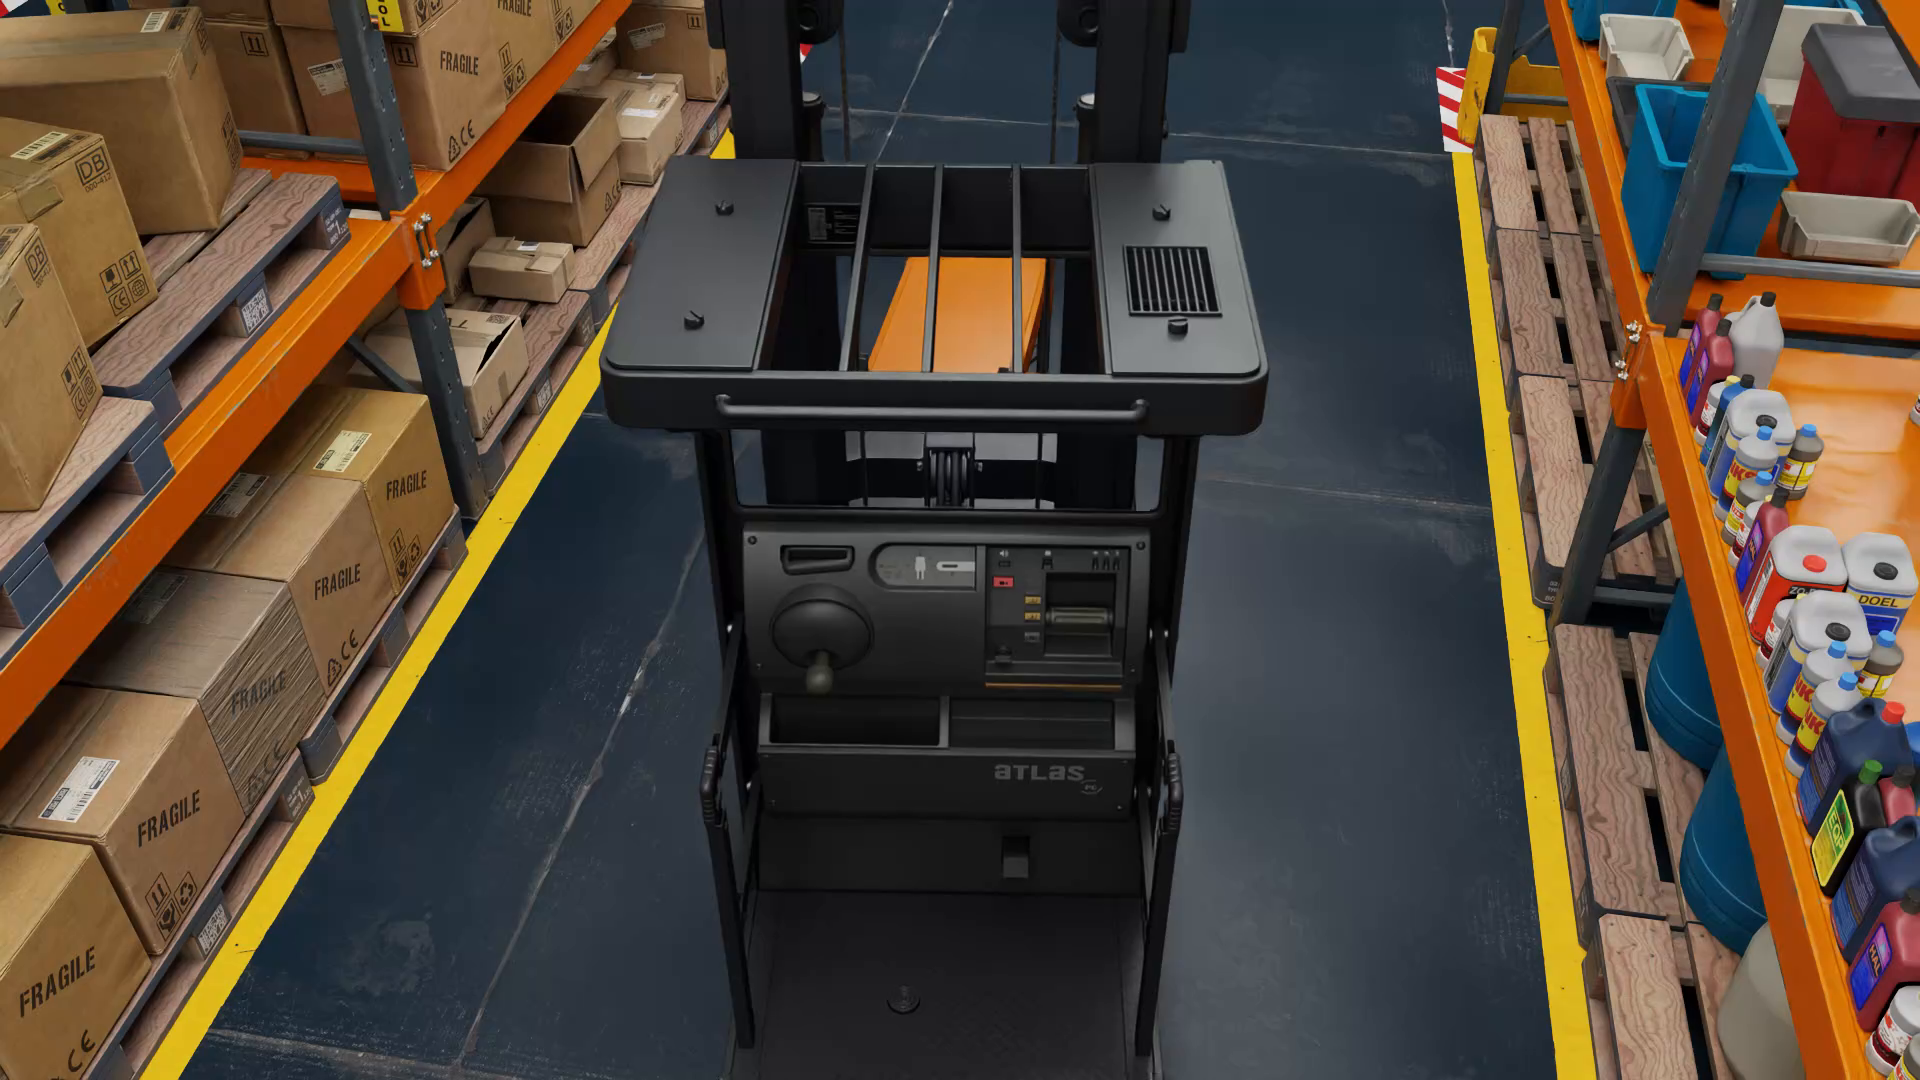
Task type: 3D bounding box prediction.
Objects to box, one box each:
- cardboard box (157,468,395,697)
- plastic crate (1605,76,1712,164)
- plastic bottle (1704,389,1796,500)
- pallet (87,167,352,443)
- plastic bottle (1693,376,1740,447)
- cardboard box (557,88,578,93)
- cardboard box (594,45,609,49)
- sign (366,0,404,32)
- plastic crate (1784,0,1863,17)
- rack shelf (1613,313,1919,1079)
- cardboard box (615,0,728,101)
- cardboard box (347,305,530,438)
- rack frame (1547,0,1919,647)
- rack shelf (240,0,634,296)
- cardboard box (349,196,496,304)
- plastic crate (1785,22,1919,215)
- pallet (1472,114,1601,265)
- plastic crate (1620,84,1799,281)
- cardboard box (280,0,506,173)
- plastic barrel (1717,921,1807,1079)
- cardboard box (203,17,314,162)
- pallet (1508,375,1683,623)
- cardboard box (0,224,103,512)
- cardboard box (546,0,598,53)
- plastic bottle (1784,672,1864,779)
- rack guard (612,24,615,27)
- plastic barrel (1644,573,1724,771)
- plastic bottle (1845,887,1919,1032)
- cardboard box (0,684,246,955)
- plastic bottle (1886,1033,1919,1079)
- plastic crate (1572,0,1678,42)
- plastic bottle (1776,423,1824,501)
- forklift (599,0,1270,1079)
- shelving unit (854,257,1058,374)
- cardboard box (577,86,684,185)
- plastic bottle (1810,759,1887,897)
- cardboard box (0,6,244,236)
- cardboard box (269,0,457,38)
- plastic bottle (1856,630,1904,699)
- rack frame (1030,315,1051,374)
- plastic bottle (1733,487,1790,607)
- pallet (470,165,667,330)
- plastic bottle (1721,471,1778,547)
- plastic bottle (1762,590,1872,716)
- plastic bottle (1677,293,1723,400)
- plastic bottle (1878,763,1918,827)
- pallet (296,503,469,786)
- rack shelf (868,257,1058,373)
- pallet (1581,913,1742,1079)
[{"bbox_3d":[-2.214,0.129,5.356,0.500,0.500,0.500,7,40,8],"label":"cardboard box"},{"bbox_3d":[2.490,-1.416,5.778,0.437,0.125,0.590,6,40,8],"label":"plastic crate"},{"bbox_3d":[2.042,-0.241,4.285,0.152,0.276,0.135,6,40,8],"label":"plastic bottle"},{"bbox_3d":[-2.563,-0.752,4.956,1.003,0.211,1.213,6,40,8],"label":"pallet"},{"bbox_3d":[2.052,-0.349,4.474,0.097,0.201,0.097,0,40,0],"label":"plastic bottle"},{"bbox_3d":[-2.171,-1.998,8.125,0.500,0.250,0.500,6,40,8],"label":"cardboard box"},{"bbox_3d":[-2.079,-2.522,8.824,0.380,0.166,0.250,6,40,8],"label":"cardboard box"},{"bbox_3d":[-1.770,-1.703,5.047,0.100,0.325,0.005,6,40,8],"label":"sign"},{"bbox_3d":[3.150,-1.919,6.301,0.416,0.233,0.300,6,40,8],"label":"plastic crate"},{"bbox_3d":[2.215,0.765,3.535,1.077,0.370,4.000,6,40,8],"label":"rack shelf"},{"bbox_3d":[-1.476,-2.664,8.734,0.500,0.500,0.500,6,40,8],"label":"cardboard box"},{"bbox_3d":[-2.031,-0.688,6.493,0.500,0.311,0.500,6,40,8],"label":"cardboard box"},{"bbox_3d":[2.561,-0.767,4.824,1.000,3.000,0.127,6,40,8],"label":"rack frame"},{"bbox_3d":[-1.971,-2.293,7.234,1.077,0.370,4.000,6,40,8],"label":"rack shelf"},{"bbox_3d":[-2.368,-1.308,7.243,0.500,0.311,0.500,6,40,8],"label":"cardboard box"},{"bbox_3d":[2.963,-1.347,5.428,0.402,0.464,0.583,6,40,8],"label":"plastic crate"},{"bbox_3d":[3.072,-1.689,8.128,1.003,0.211,1.213,6,40,8],"label":"pallet"},{"bbox_3d":[2.306,-1.114,5.209,0.392,0.384,0.575,6,40,8],"label":"plastic crate"},{"bbox_3d":[-1.960,-1.644,5.806,0.500,0.500,0.500,7,40,9],"label":"cardboard box"},{"bbox_3d":[2.142,1.158,4.118,0.421,0.512,0.421,0,40,0],"label":"plastic barrel"},{"bbox_3d":[-2.483,-1.696,5.869,0.500,0.500,0.500,7,40,8],"label":"cardboard box"},{"bbox_3d":[2.650,-0.158,6.275,1.003,0.211,1.213,6,40,8],"label":"pallet"},{"bbox_3d":[-2.562,-0.400,3.972,0.700,0.500,0.500,-3,40,-4],"label":"cardboard box"},{"bbox_3d":[-1.786,-2.279,6.574,0.500,0.500,0.500,6,40,7],"label":"cardboard box"},{"bbox_3d":[1.841,0.389,3.527,0.097,0.271,0.097,0,40,0],"label":"plastic bottle"},{"bbox_3d":[-1.638,-2.815,9.262,1.175,0.500,0.348,6,40,8],"label":"rack guard"},{"bbox_3d":[2.450,0.219,4.948,0.600,0.901,0.708,6,40,8],"label":"plastic barrel"},{"bbox_3d":[1.716,0.770,3.056,0.061,0.283,0.133,6,40,8],"label":"plastic bottle"},{"bbox_3d":[-2.387,0.763,4.589,0.500,0.500,0.500,5,40,6],"label":"cardboard box"},{"bbox_3d":[1.698,0.937,2.918,0.097,0.201,0.097,0,40,0],"label":"plastic bottle"},{"bbox_3d":[2.606,-2.103,6.523,0.416,0.233,0.300,6,40,8],"label":"plastic crate"},{"bbox_3d":[2.168,-0.210,4.306,0.097,0.201,0.097,0,40,0],"label":"plastic bottle"},{"bbox_3d":[-0.034,0.238,3.661,1.130,2.935,3.031,1,40,1],"label":"forklift"},{"bbox_3d":[0.001,-0.438,5.897,0.538,1.125,1.048,6,40,8],"label":"shelving unit"},{"bbox_3d":[-1.670,-1.974,8.097,0.500,0.250,0.500,6,40,8],"label":"cardboard box"},{"bbox_3d":[1.772,0.570,3.298,0.061,0.283,0.133,6,40,8],"label":"plastic bottle"},{"bbox_3d":[-2.619,-1.243,4.992,0.700,0.500,0.500,-6,40,-7],"label":"cardboard box"},{"bbox_3d":[-1.958,-2.004,5.457,0.500,0.500,0.500,7,40,9],"label":"cardboard box"},{"bbox_3d":[2.031,0.287,3.705,0.097,0.201,0.097,0,40,0],"label":"plastic bottle"},{"bbox_3d":[0.089,-0.757,6.283,0.500,1.125,0.032,6,40,8],"label":"rack frame"},{"bbox_3d":[1.924,0.018,3.965,0.061,0.283,0.133,6,40,8],"label":"plastic bottle"},{"bbox_3d":[-1.988,-1.439,7.826,1.003,0.211,1.213,6,40,8],"label":"pallet"},{"bbox_3d":[1.978,-0.081,4.150,0.097,0.201,0.097,0,40,0],"label":"plastic bottle"},{"bbox_3d":[1.905,0.256,3.684,0.152,0.276,0.135,6,40,8],"label":"plastic bottle"},{"bbox_3d":[2.077,-0.539,4.639,0.061,0.283,0.133,6,40,8],"label":"plastic bottle"},{"bbox_3d":[1.831,0.577,3.289,0.061,0.283,0.133,6,40,8],"label":"plastic bottle"},{"bbox_3d":[-2.420,0.274,5.753,1.003,0.211,1.213,6,40,8],"label":"pallet"},{"bbox_3d":[0.001,-0.663,5.710,0.538,0.278,1.000,6,40,8],"label":"rack shelf"},{"bbox_3d":[2.178,1.555,4.203,1.003,0.211,1.213,6,40,8],"label":"pallet"}]
